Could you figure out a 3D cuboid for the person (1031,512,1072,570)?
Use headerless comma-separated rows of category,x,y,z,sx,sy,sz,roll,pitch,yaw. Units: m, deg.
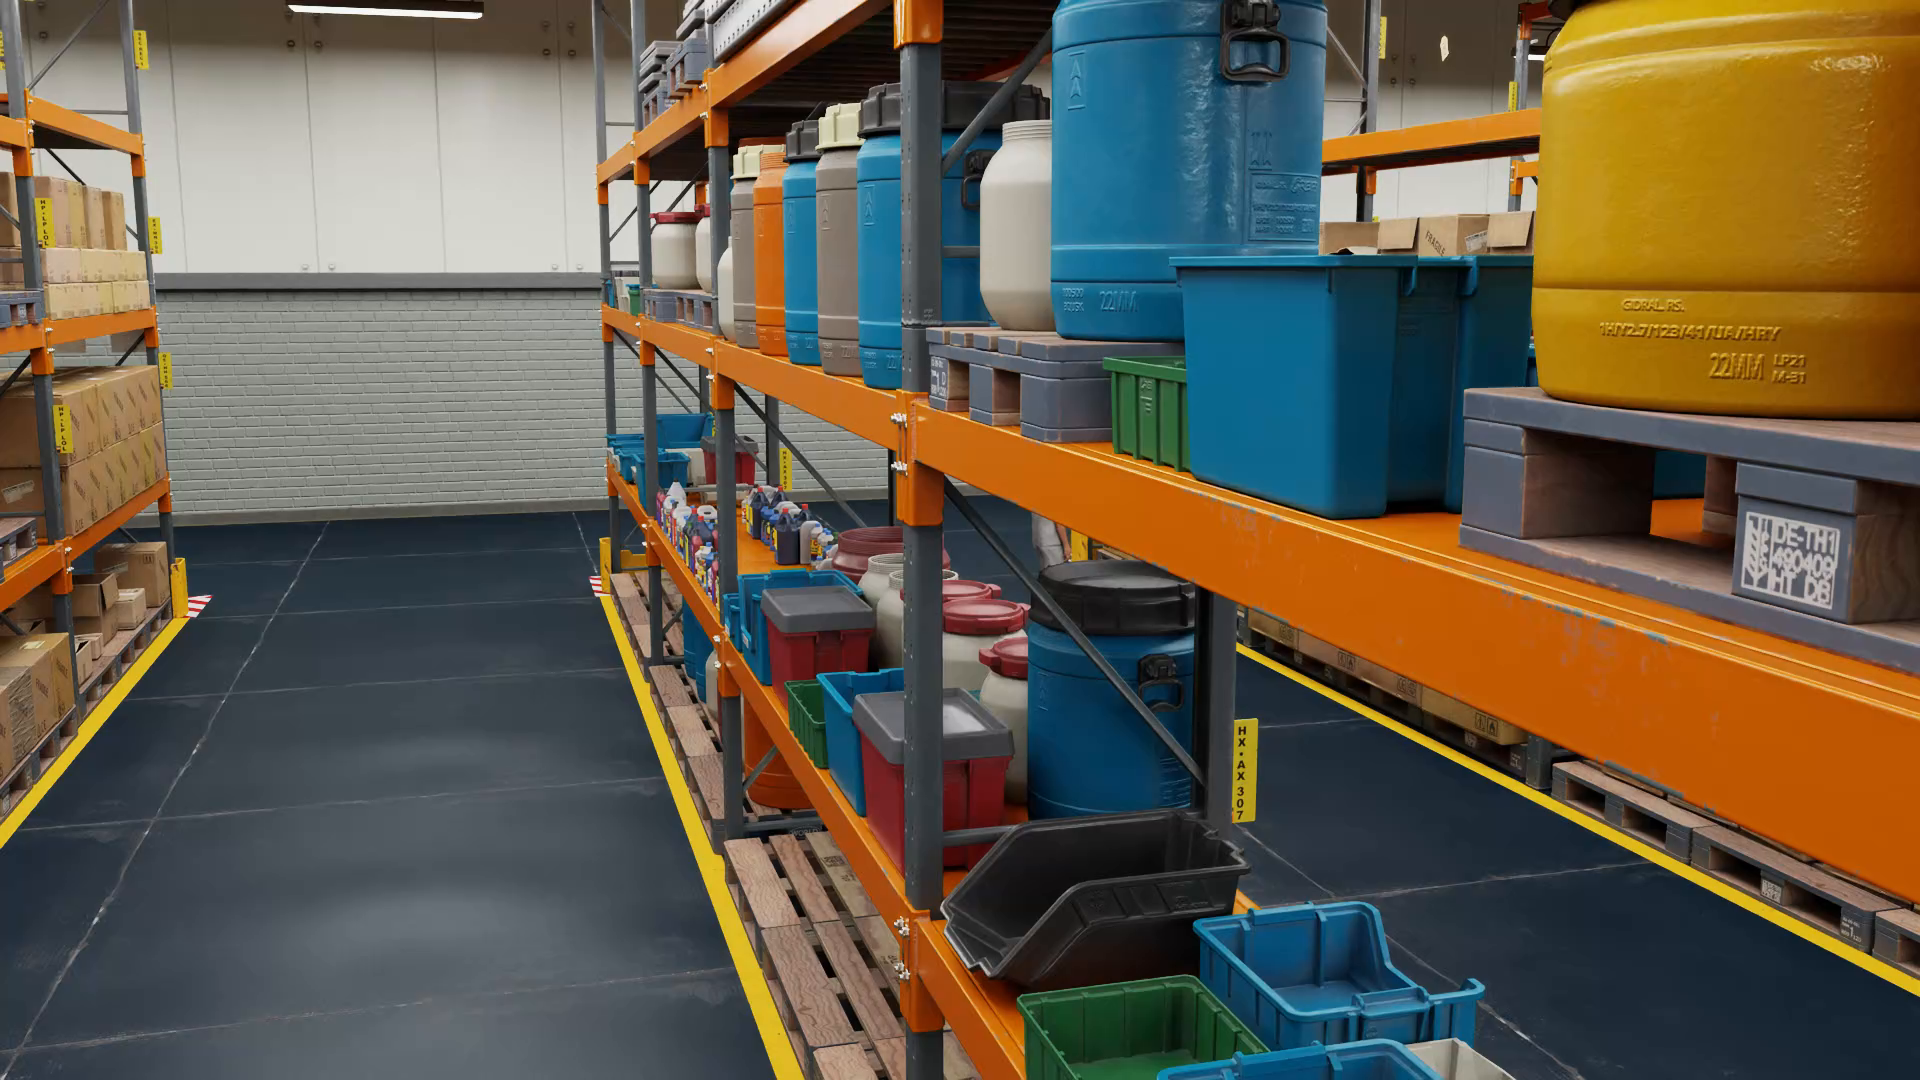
person,0.826,0.045,14.113,0.415,1.671,0.514,-3,10,-19
